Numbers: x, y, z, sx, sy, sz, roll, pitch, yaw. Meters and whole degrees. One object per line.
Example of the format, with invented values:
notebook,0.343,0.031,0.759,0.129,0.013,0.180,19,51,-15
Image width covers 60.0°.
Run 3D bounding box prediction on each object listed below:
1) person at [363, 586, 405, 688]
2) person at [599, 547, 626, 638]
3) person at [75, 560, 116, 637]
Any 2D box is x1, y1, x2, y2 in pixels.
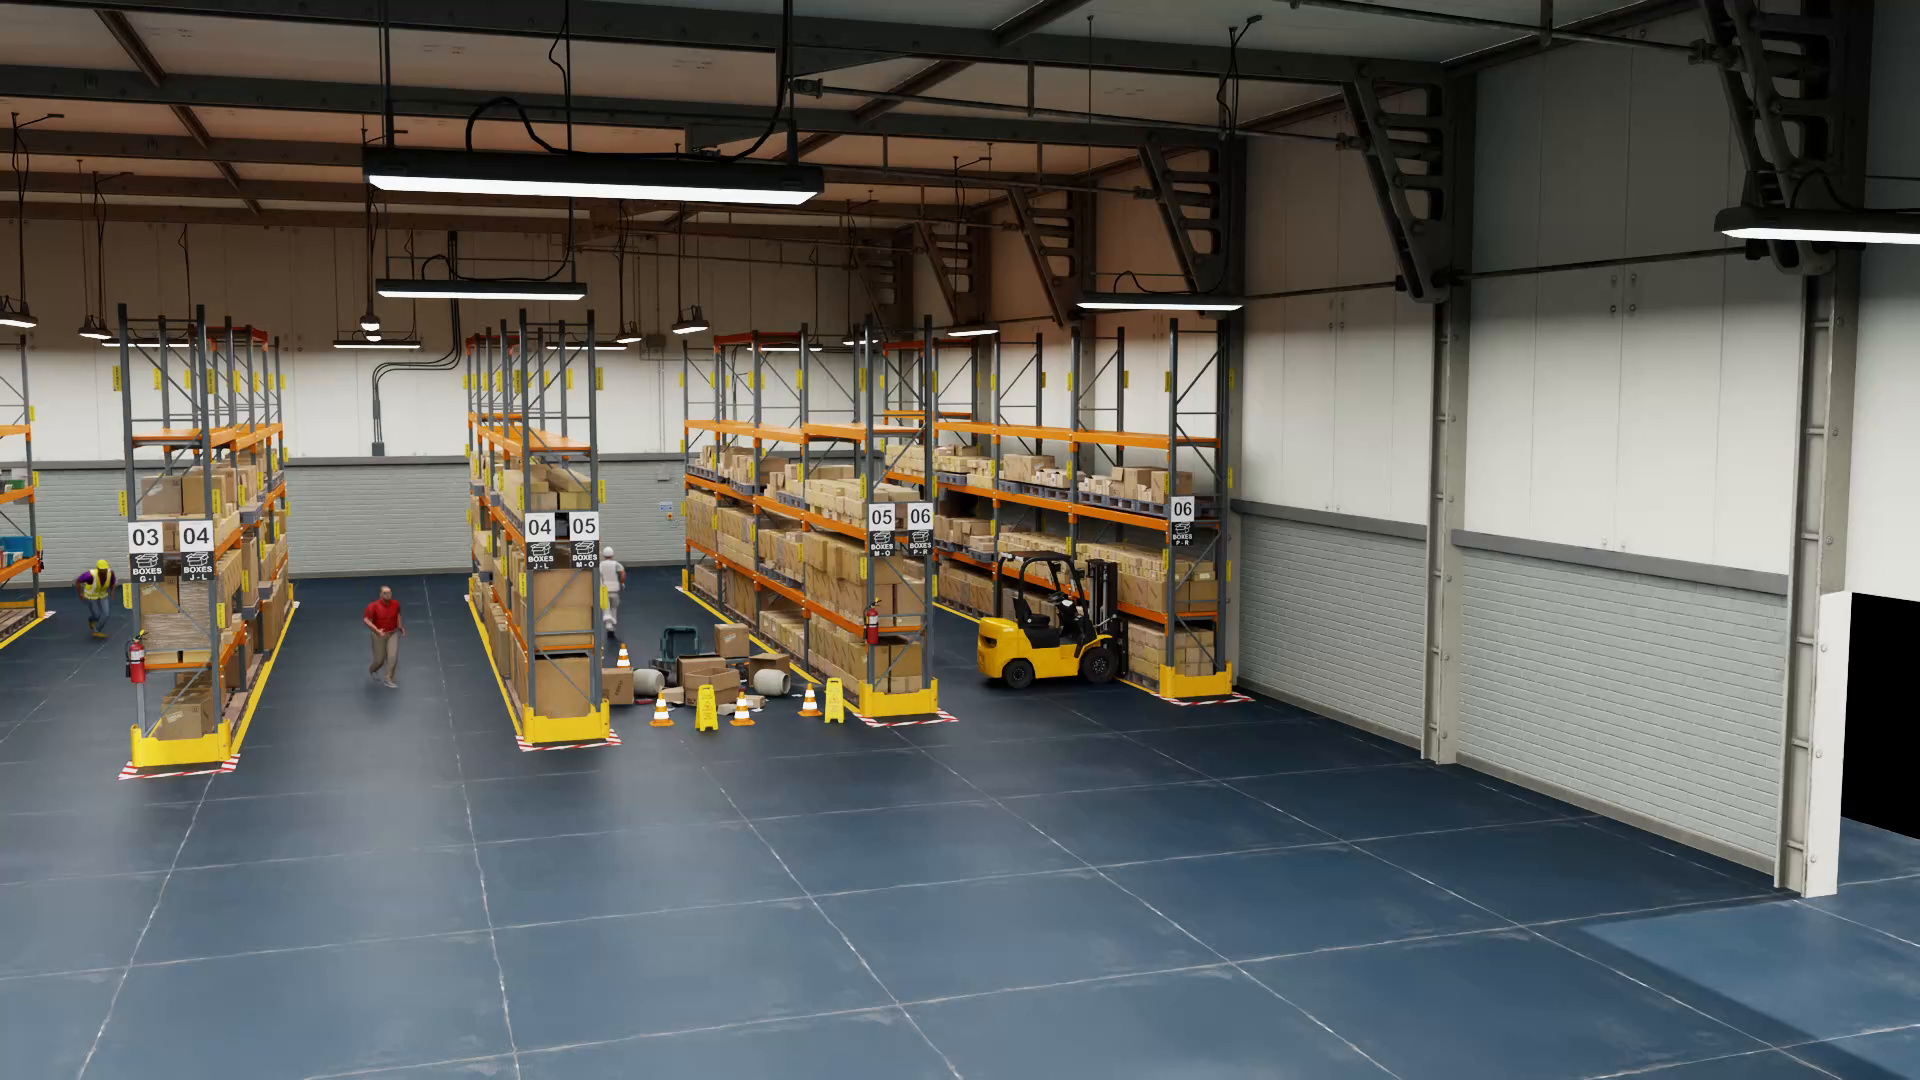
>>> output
person,-9.518,1.581,27.373,0.647,1.682,0.778,-4,7,-39
person,-6.825,1.032,32.281,0.636,1.806,0.957,-2,6,-17
person,-16.923,1.146,32.561,0.960,1.561,0.724,5,7,42
